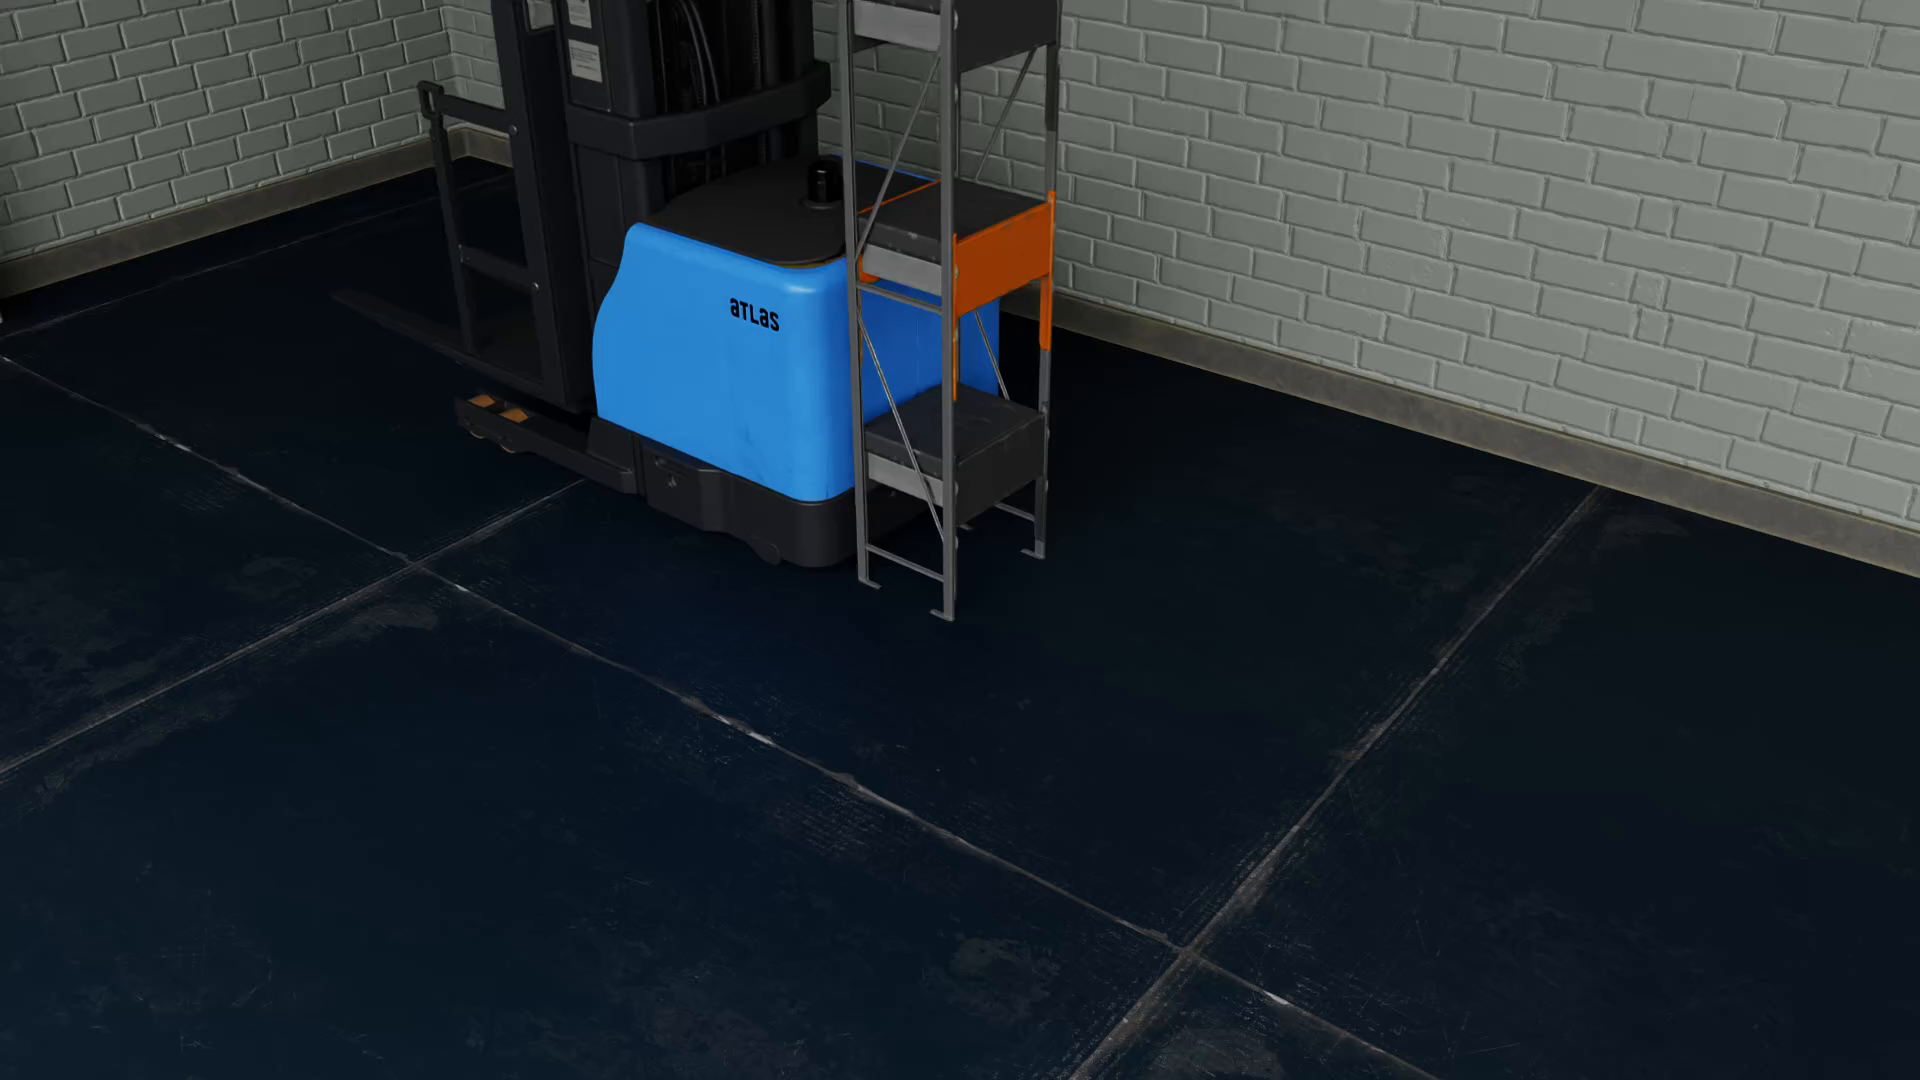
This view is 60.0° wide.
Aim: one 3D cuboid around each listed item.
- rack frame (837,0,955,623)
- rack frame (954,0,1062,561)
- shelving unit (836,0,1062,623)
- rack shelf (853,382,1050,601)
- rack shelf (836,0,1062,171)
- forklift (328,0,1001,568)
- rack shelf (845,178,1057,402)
[{"bbox_3d":[-0.177,-0.706,4.882,0.400,2.100,0.015,22,37,33],"label":"rack frame"},{"bbox_3d":[0.128,-0.900,5.210,0.400,2.100,0.015,22,37,33],"label":"rack frame"},{"bbox_3d":[-0.025,-0.803,5.046,0.431,2.100,0.503,22,37,33],"label":"shelving unit"},{"bbox_3d":[-0.025,-0.189,5.410,0.431,0.518,0.480,22,37,33],"label":"rack shelf"},{"bbox_3d":[-0.025,-1.394,4.696,0.431,0.518,0.480,22,37,33],"label":"rack shelf"},{"bbox_3d":[-1.312,-1.778,5.875,3.031,2.935,1.130,22,37,33],"label":"forklift"},{"bbox_3d":[-0.025,-0.792,5.053,0.431,0.518,0.480,22,37,33],"label":"rack shelf"}]
